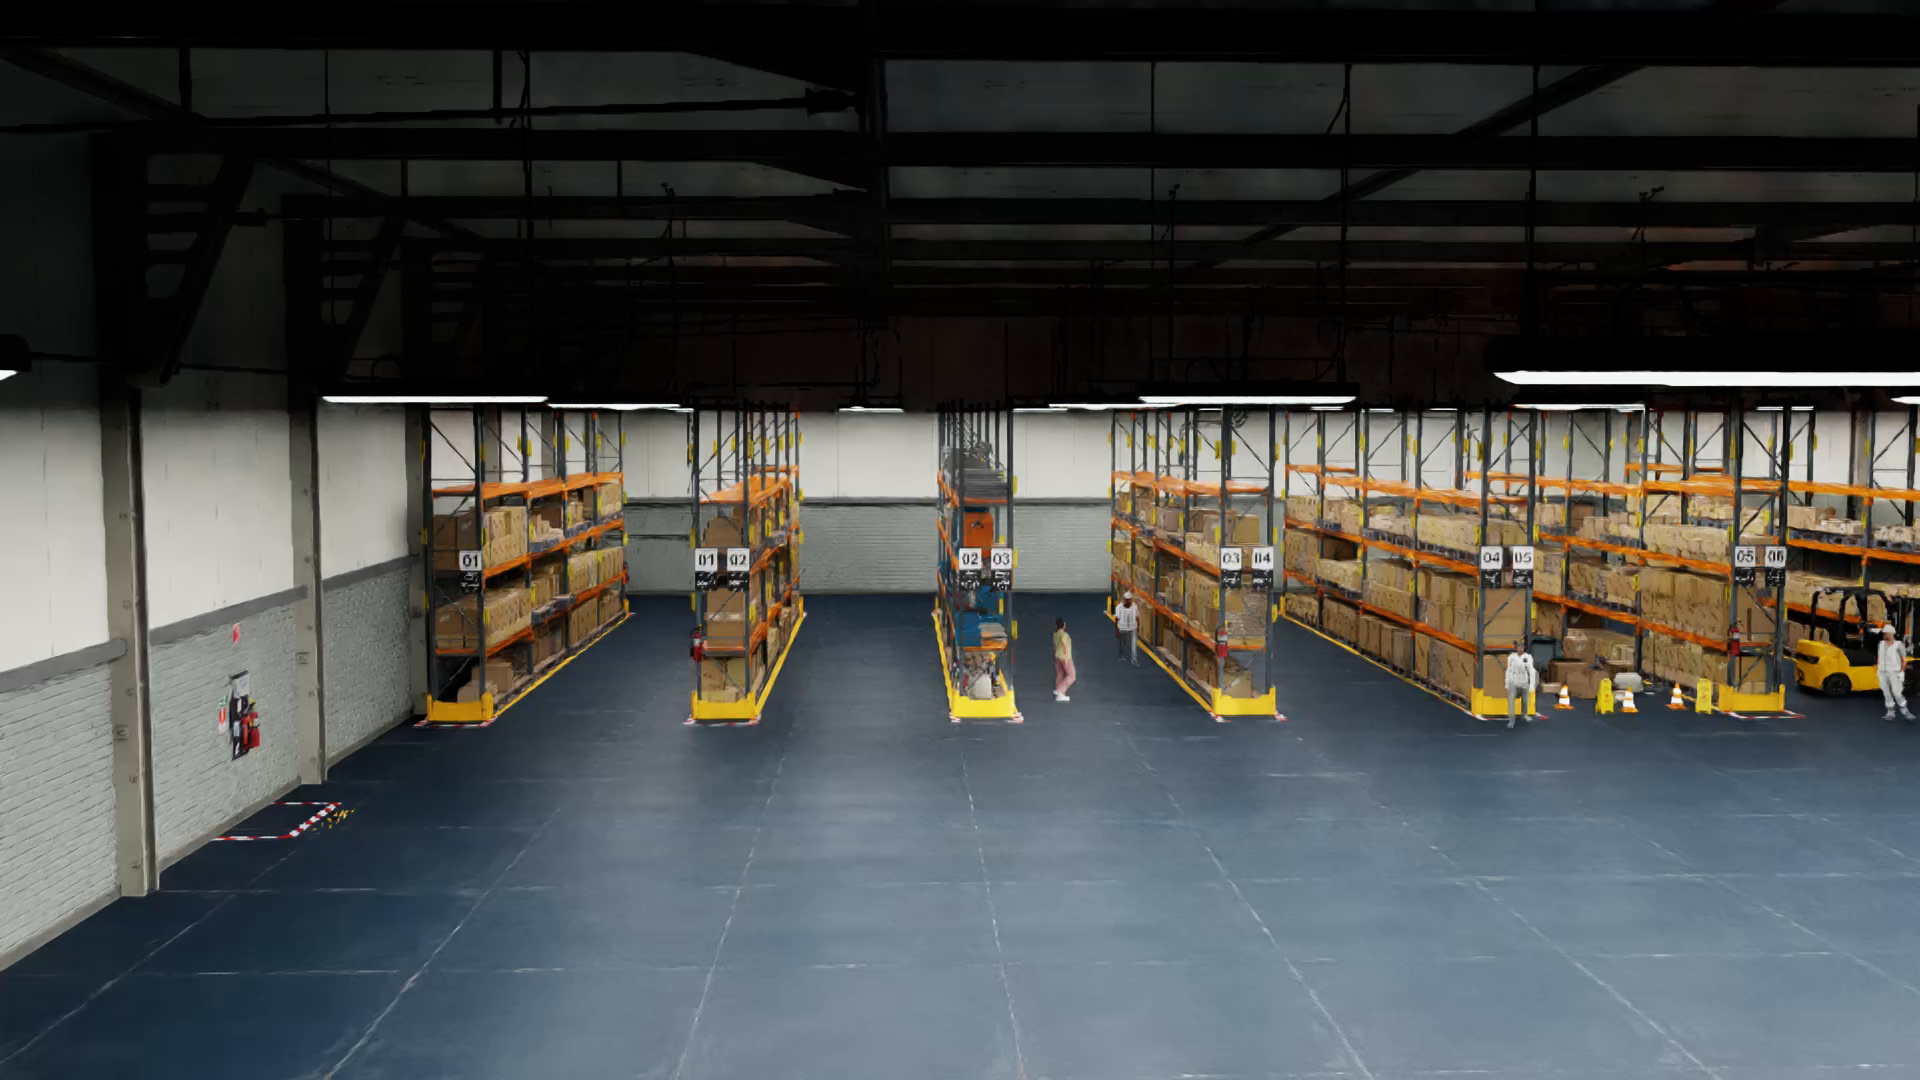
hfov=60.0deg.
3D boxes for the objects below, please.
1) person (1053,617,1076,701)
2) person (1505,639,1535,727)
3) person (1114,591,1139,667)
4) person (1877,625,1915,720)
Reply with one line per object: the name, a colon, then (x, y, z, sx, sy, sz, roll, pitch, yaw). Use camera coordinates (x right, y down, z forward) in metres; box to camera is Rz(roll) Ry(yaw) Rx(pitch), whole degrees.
person: (2.032, 2.374, 33.111, 0.435, 1.671, 0.493, -2, 5, -29)
person: (10.266, 2.600, 30.477, 0.521, 1.610, 0.934, 2, 5, 19)
person: (3.793, 1.999, 37.784, 0.577, 1.691, 1.121, 0, 4, 0)
person: (17.414, 2.471, 30.979, 0.463, 1.778, 0.697, -3, 5, -31)
